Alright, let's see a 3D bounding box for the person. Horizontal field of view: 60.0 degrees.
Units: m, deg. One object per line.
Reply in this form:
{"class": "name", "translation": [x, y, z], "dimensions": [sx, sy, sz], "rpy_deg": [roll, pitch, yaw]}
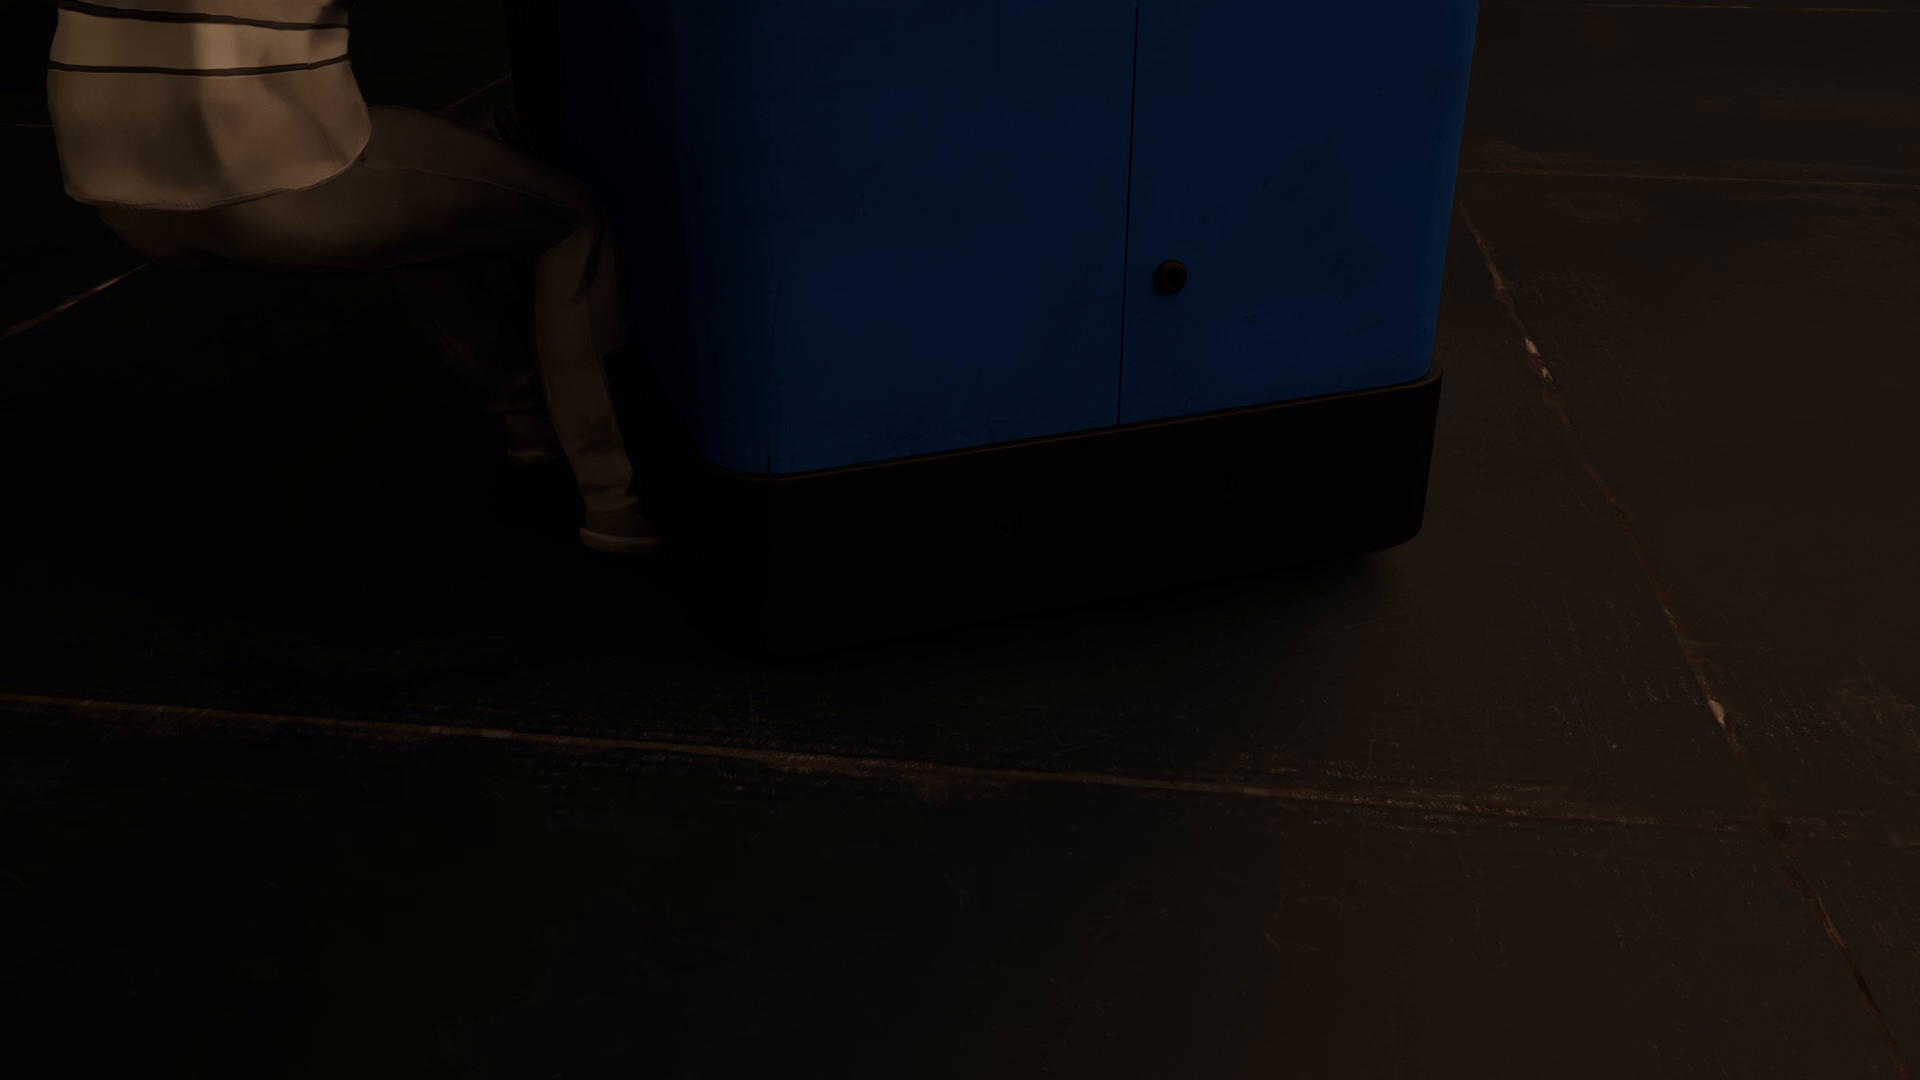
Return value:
{"class": "person", "translation": [-0.925, -0.596, 2.240], "dimensions": [1.116, 1.384, 0.888], "rpy_deg": [8, 28, 15]}

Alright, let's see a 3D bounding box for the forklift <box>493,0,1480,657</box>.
{"class": "forklift", "translation": [-0.325, -1.804, 2.833], "dimensions": [1.130, 2.935, 3.031], "rpy_deg": [-9, 28, -18]}
